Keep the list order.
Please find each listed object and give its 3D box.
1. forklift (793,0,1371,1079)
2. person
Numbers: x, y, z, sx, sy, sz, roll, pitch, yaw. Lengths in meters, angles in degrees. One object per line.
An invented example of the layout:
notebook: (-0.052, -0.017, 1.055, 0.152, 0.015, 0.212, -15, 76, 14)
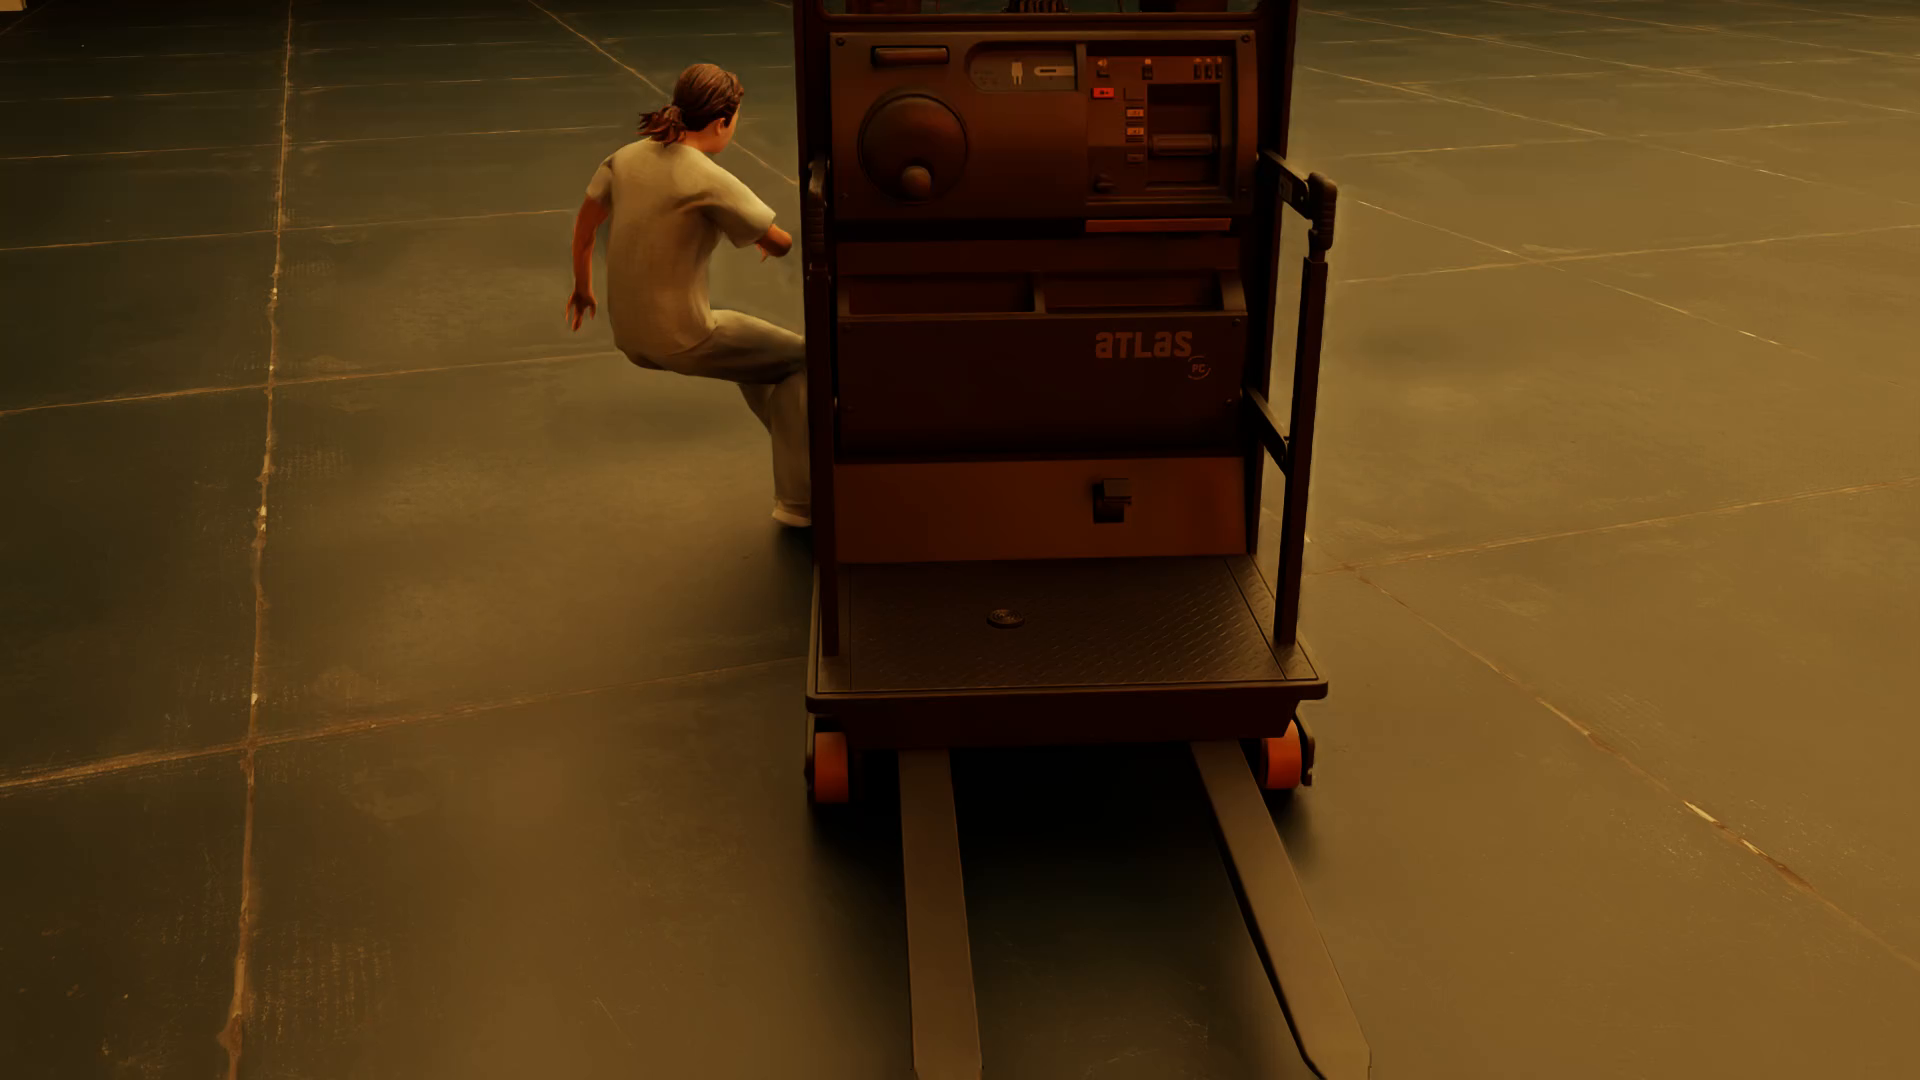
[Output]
forklift: (0.199, -0.895, 3.426, 1.130, 2.935, 3.031, -1, 23, -3)
person: (-0.692, -0.744, 5.133, 0.824, 1.445, 0.873, 19, 29, 37)
